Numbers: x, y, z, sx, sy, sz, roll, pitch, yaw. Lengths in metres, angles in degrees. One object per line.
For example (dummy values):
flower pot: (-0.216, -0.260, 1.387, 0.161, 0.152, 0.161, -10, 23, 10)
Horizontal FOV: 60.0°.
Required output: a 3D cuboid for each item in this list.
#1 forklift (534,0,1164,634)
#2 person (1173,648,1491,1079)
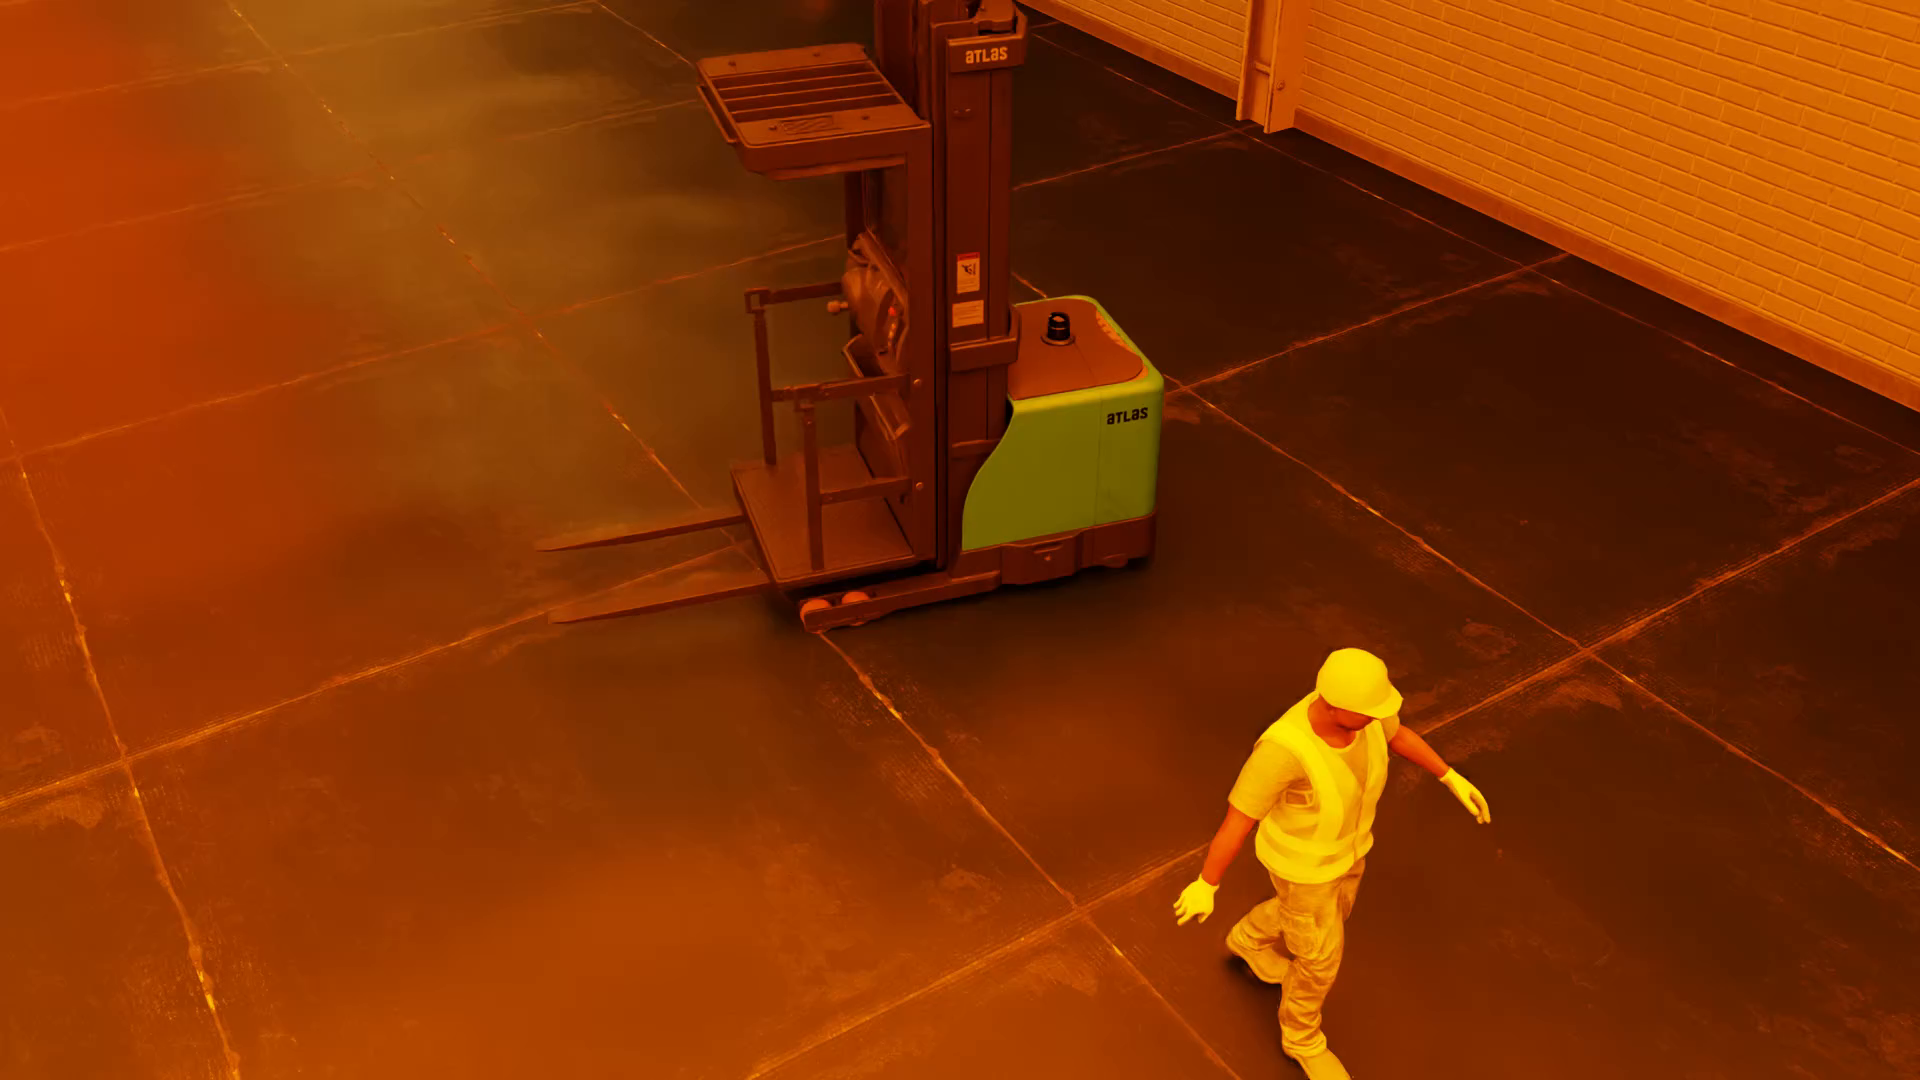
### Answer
forklift: (-0.579, -1.088, 7.696, 3.031, 2.935, 1.130, -11, 37, -15)
person: (1.218, 1.074, 5.642, 0.751, 1.760, 0.978, 29, 44, 35)
